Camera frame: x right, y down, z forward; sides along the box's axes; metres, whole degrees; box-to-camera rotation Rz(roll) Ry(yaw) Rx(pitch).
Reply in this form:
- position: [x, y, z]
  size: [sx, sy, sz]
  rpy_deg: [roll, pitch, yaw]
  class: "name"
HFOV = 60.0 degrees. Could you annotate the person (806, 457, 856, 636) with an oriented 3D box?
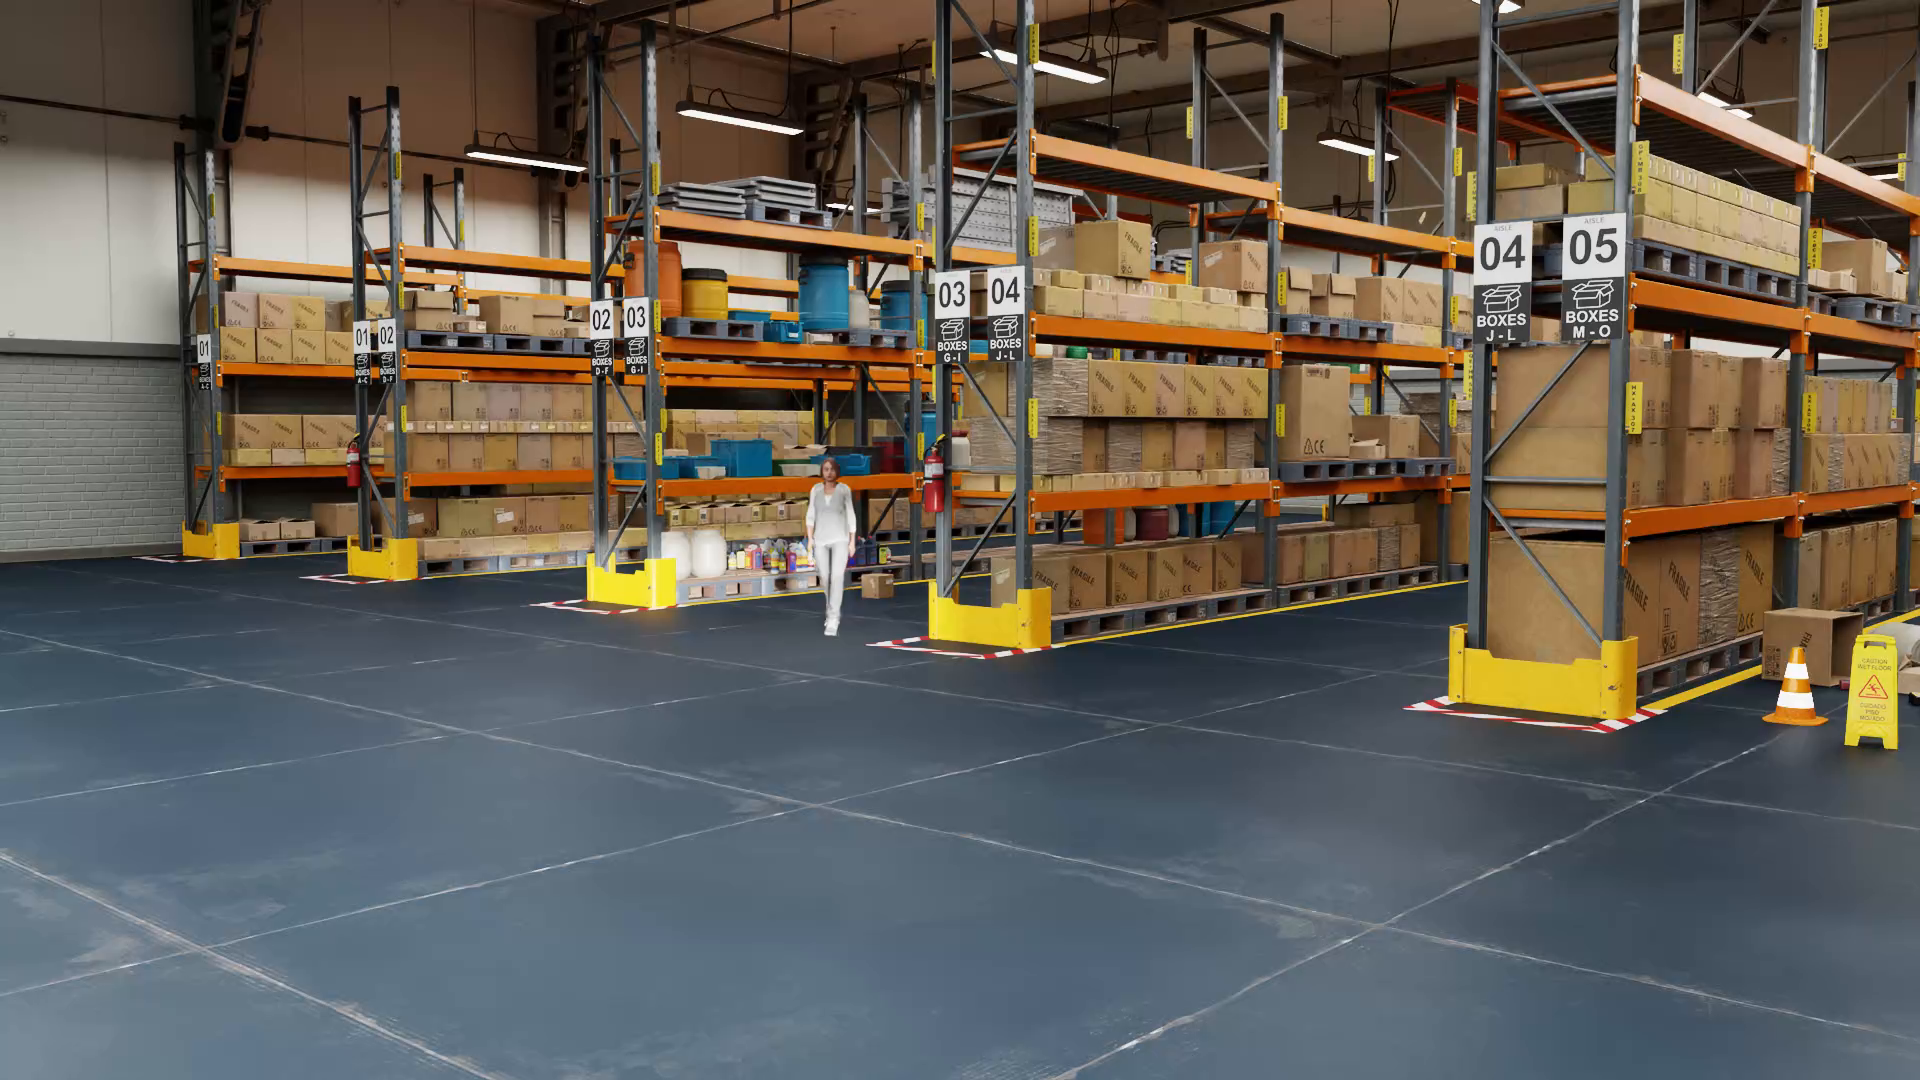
- position: [-1.180, 0.037, 14.945]
  size: [0.420, 1.564, 0.853]
  rpy_deg: [1, 4, 11]
  class: "person"
